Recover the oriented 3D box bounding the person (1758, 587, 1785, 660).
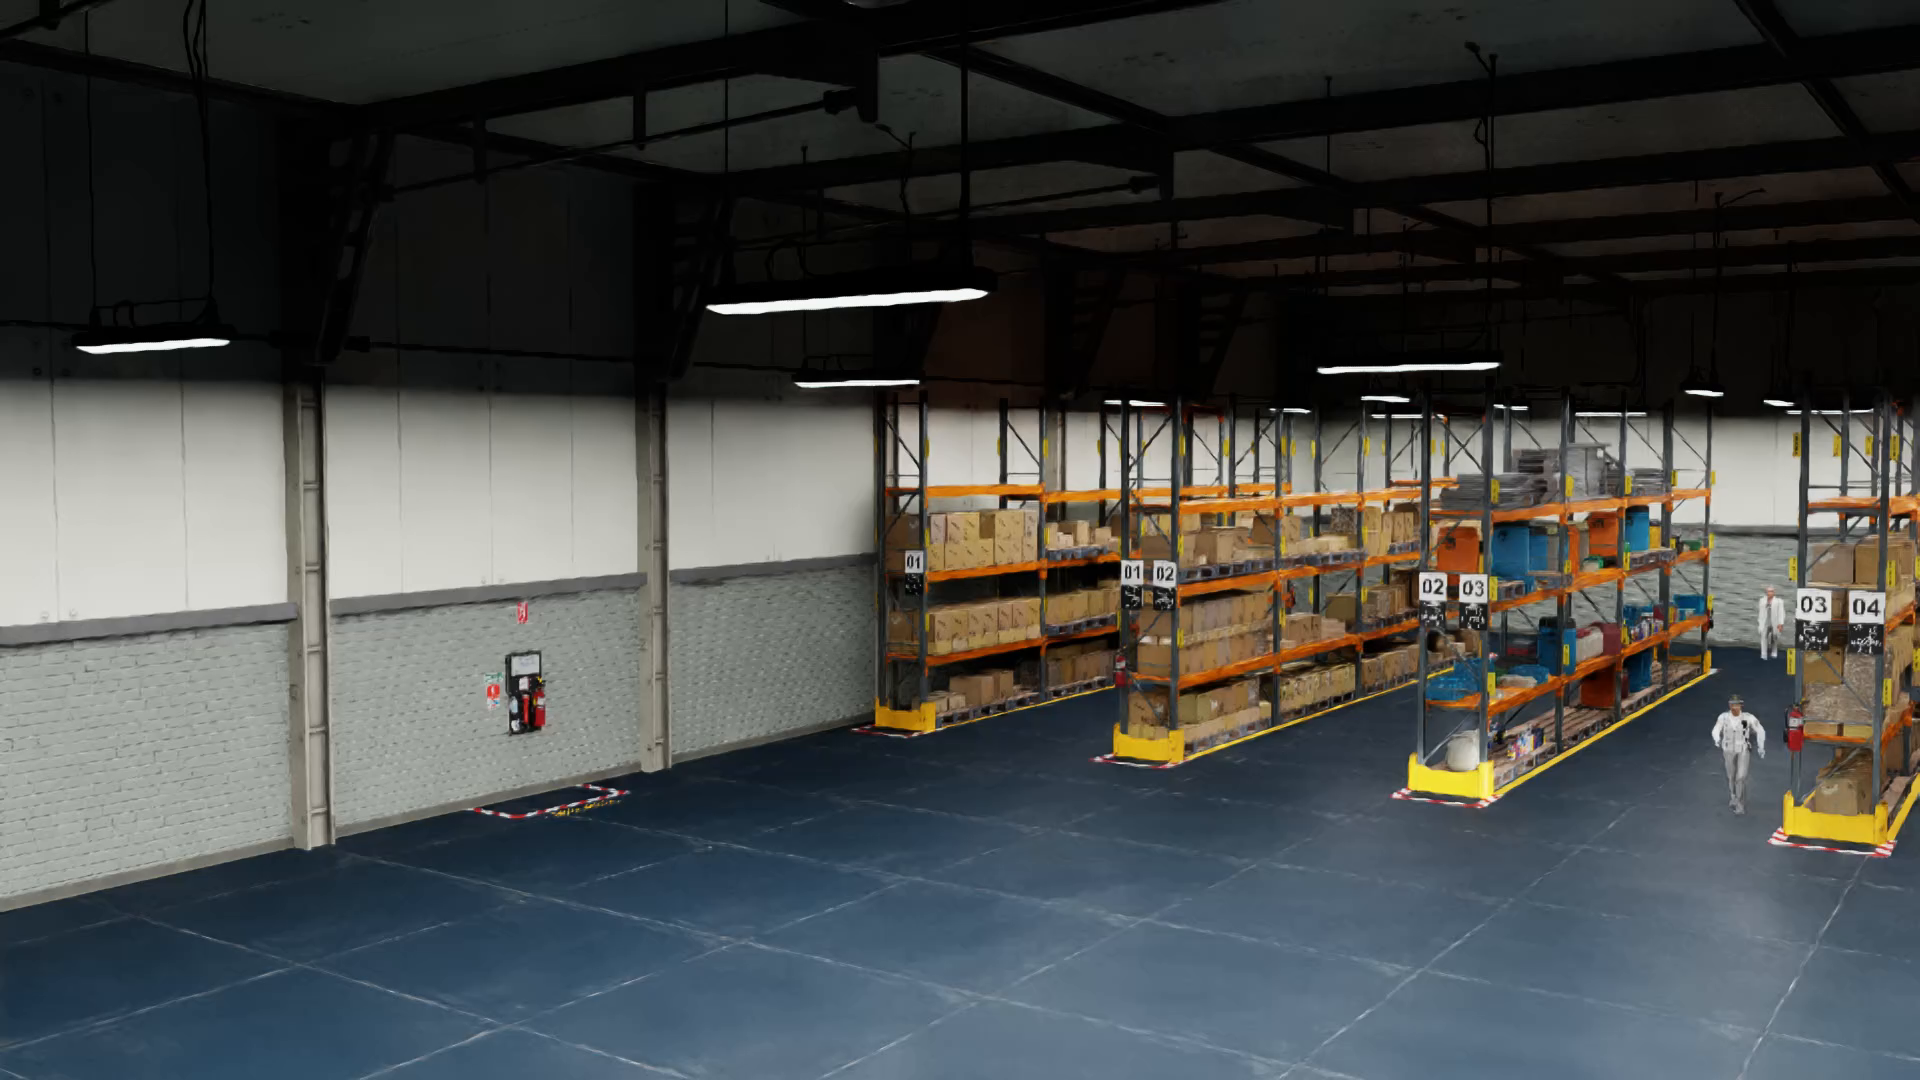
[{"bbox_3d":[19.106,2.059,39.194,0.603,1.531,1.110,2,4,33],"label":"person"}]

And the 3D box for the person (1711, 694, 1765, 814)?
[{"bbox_3d":[10.748,2.914,23.007,0.636,1.621,0.814,3,4,40],"label":"person"}]
